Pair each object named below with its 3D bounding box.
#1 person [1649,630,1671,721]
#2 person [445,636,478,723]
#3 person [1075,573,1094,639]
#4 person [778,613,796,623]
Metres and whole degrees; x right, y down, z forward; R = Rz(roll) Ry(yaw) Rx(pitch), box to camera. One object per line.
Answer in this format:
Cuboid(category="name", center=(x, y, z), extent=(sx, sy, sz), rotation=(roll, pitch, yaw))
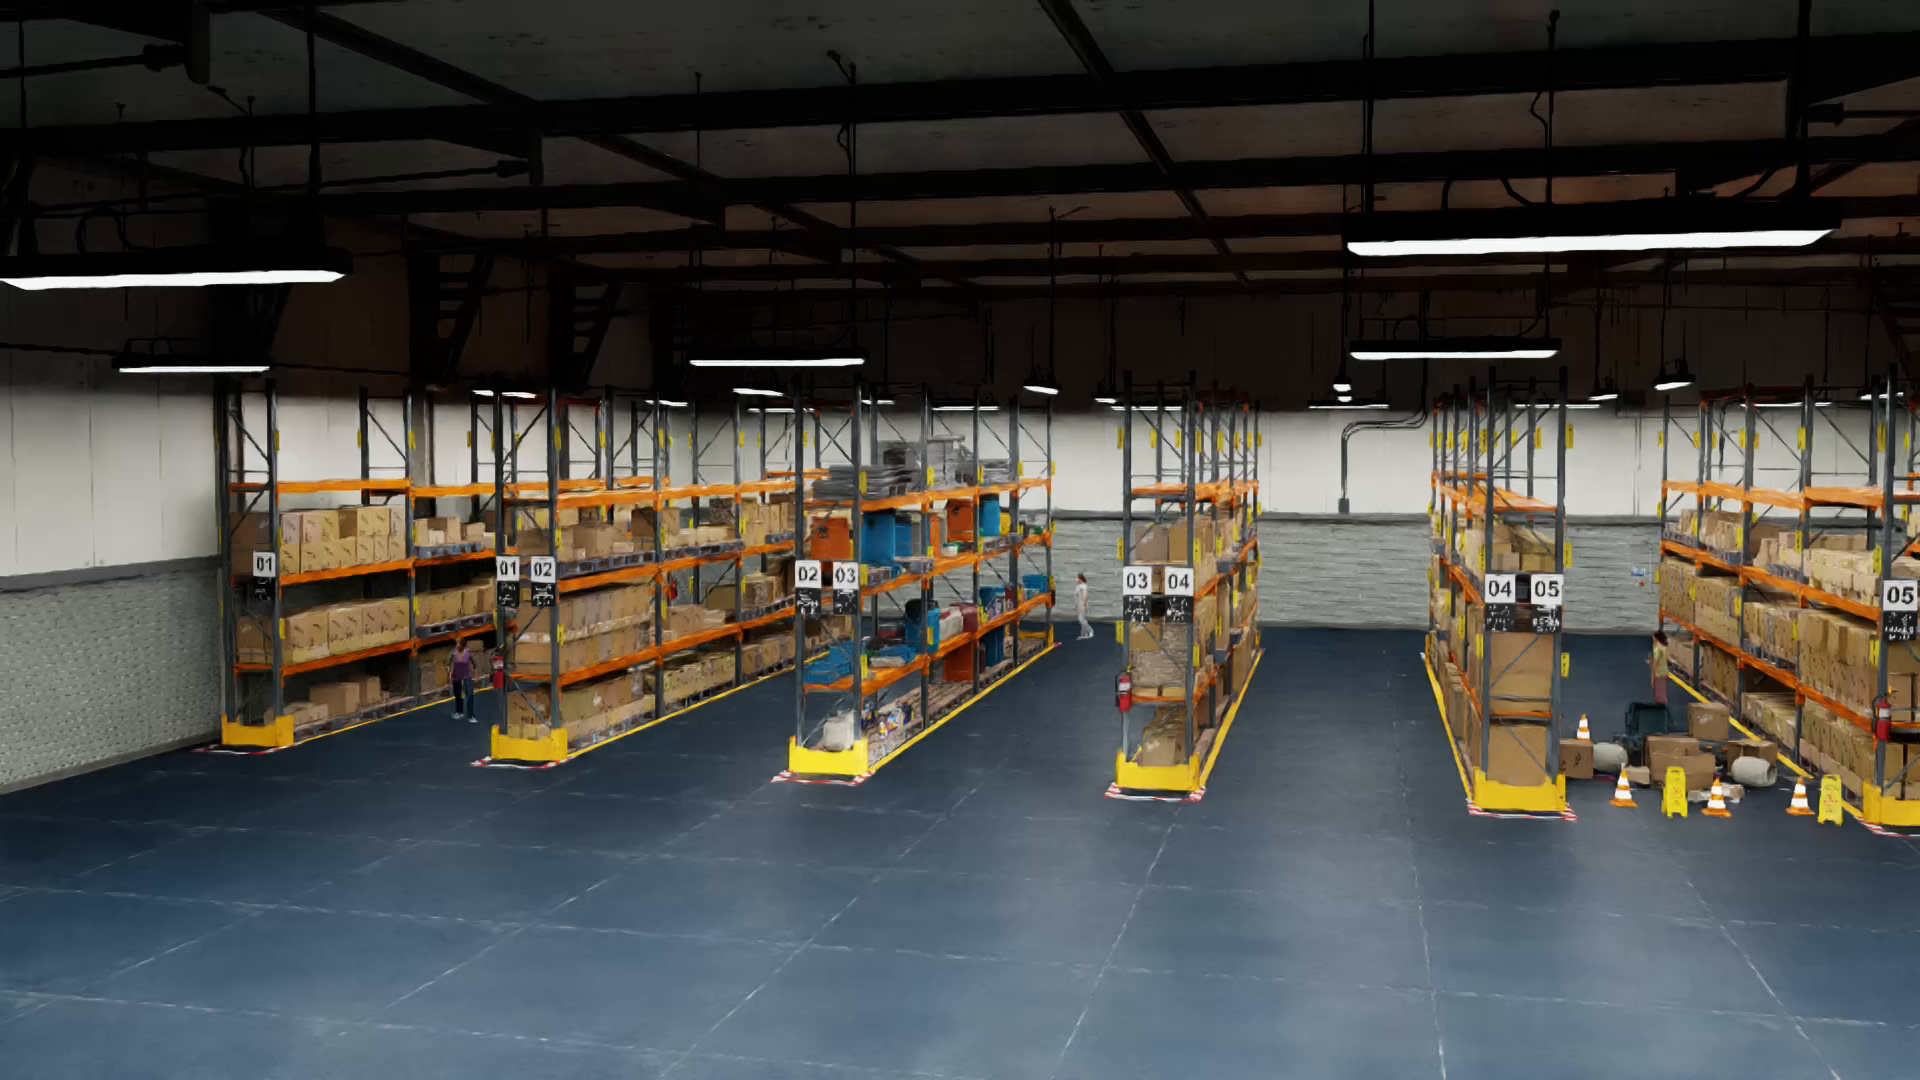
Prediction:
Cuboid(category="person", center=(12.235, 2.399, 29.197), extent=(0.571, 1.666, 0.549), rotation=(3, 4, 40))
Cuboid(category="person", center=(-8.835, 2.452, 29.564), extent=(0.561, 1.525, 0.788), rotation=(0, 3, -5))
Cuboid(category="person", center=(3.123, 1.652, 41.786), extent=(0.446, 1.667, 0.616), rotation=(-1, 4, -19))
Cuboid(category="person", center=(-4.689, 1.446, 45.156), extent=(0.719, 1.714, 0.578), rotation=(1, 4, 12))
